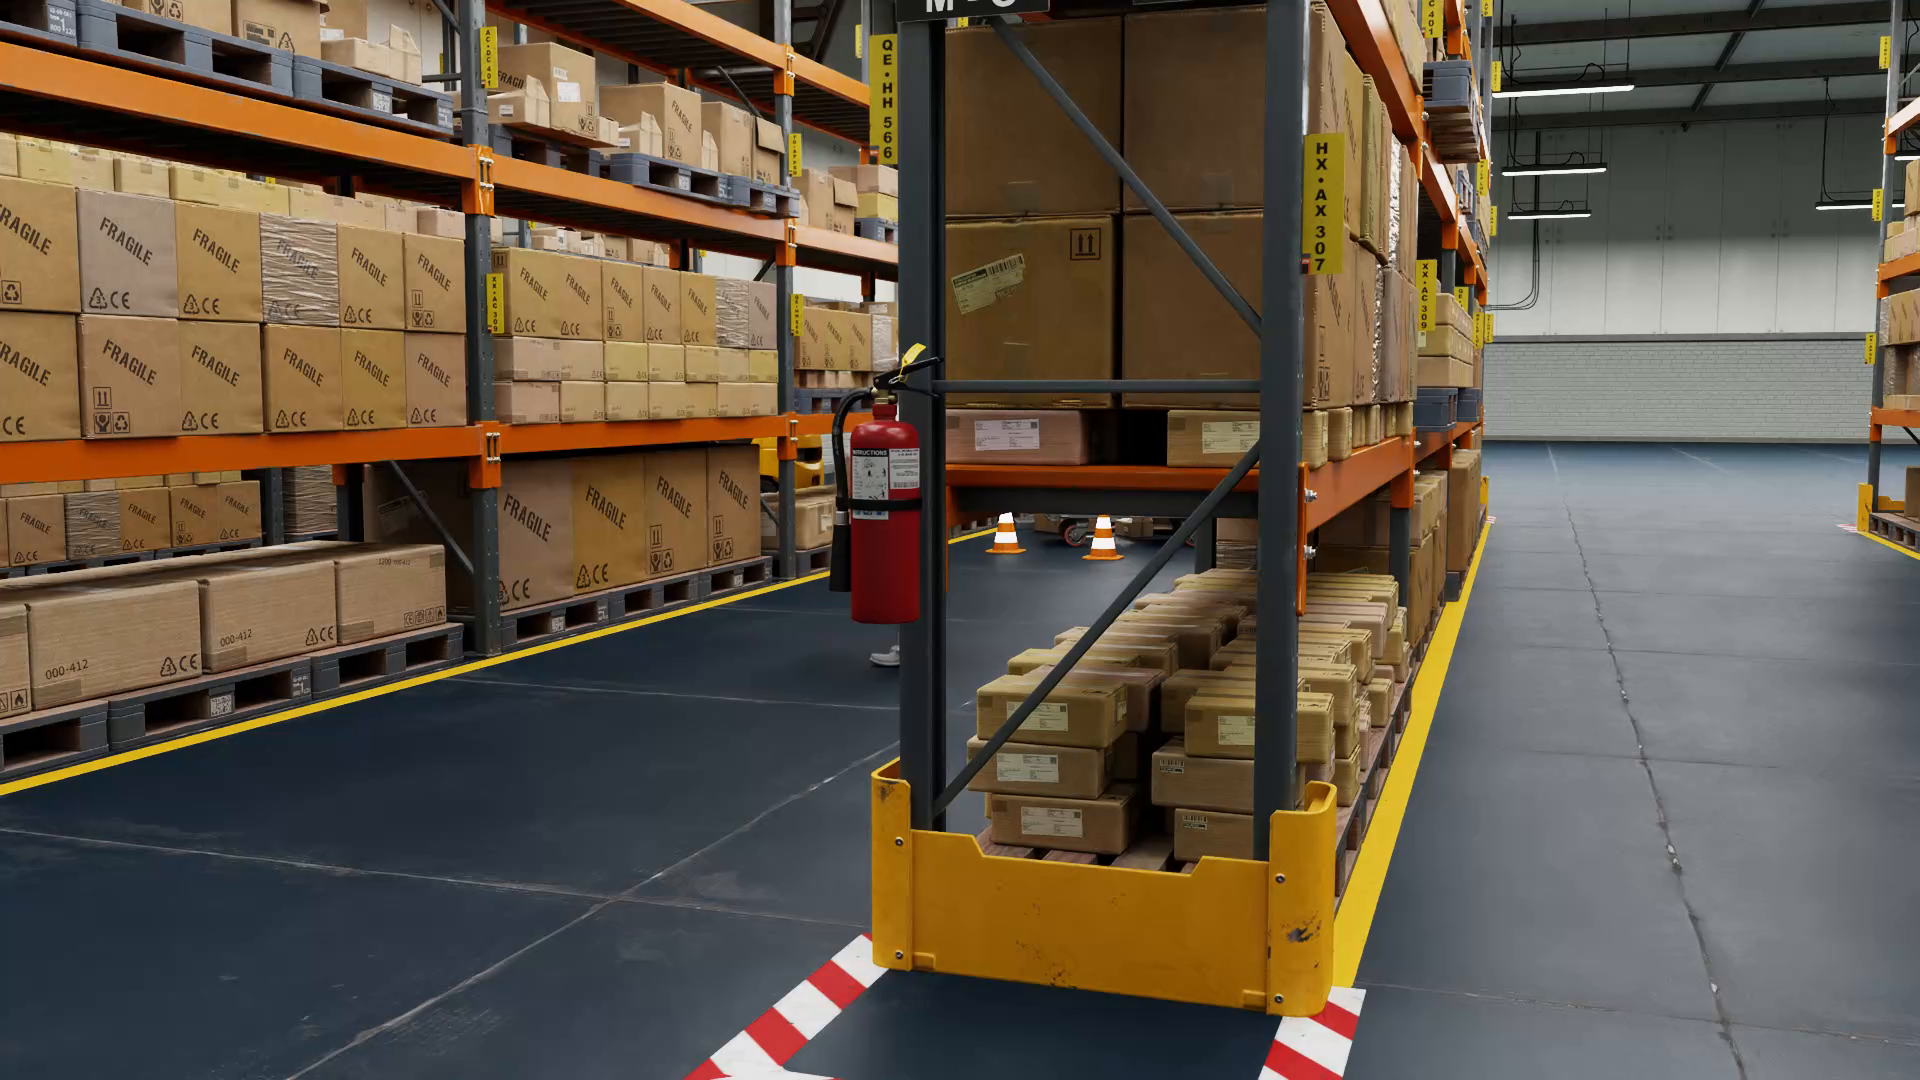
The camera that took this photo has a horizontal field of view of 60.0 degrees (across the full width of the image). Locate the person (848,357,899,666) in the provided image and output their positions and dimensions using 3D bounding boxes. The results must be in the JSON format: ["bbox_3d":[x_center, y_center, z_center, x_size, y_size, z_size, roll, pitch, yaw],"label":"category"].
[{"bbox_3d":[-0.343,-0.197,9.099,0.587,1.758,0.502,2,5,19],"label":"person"}]
